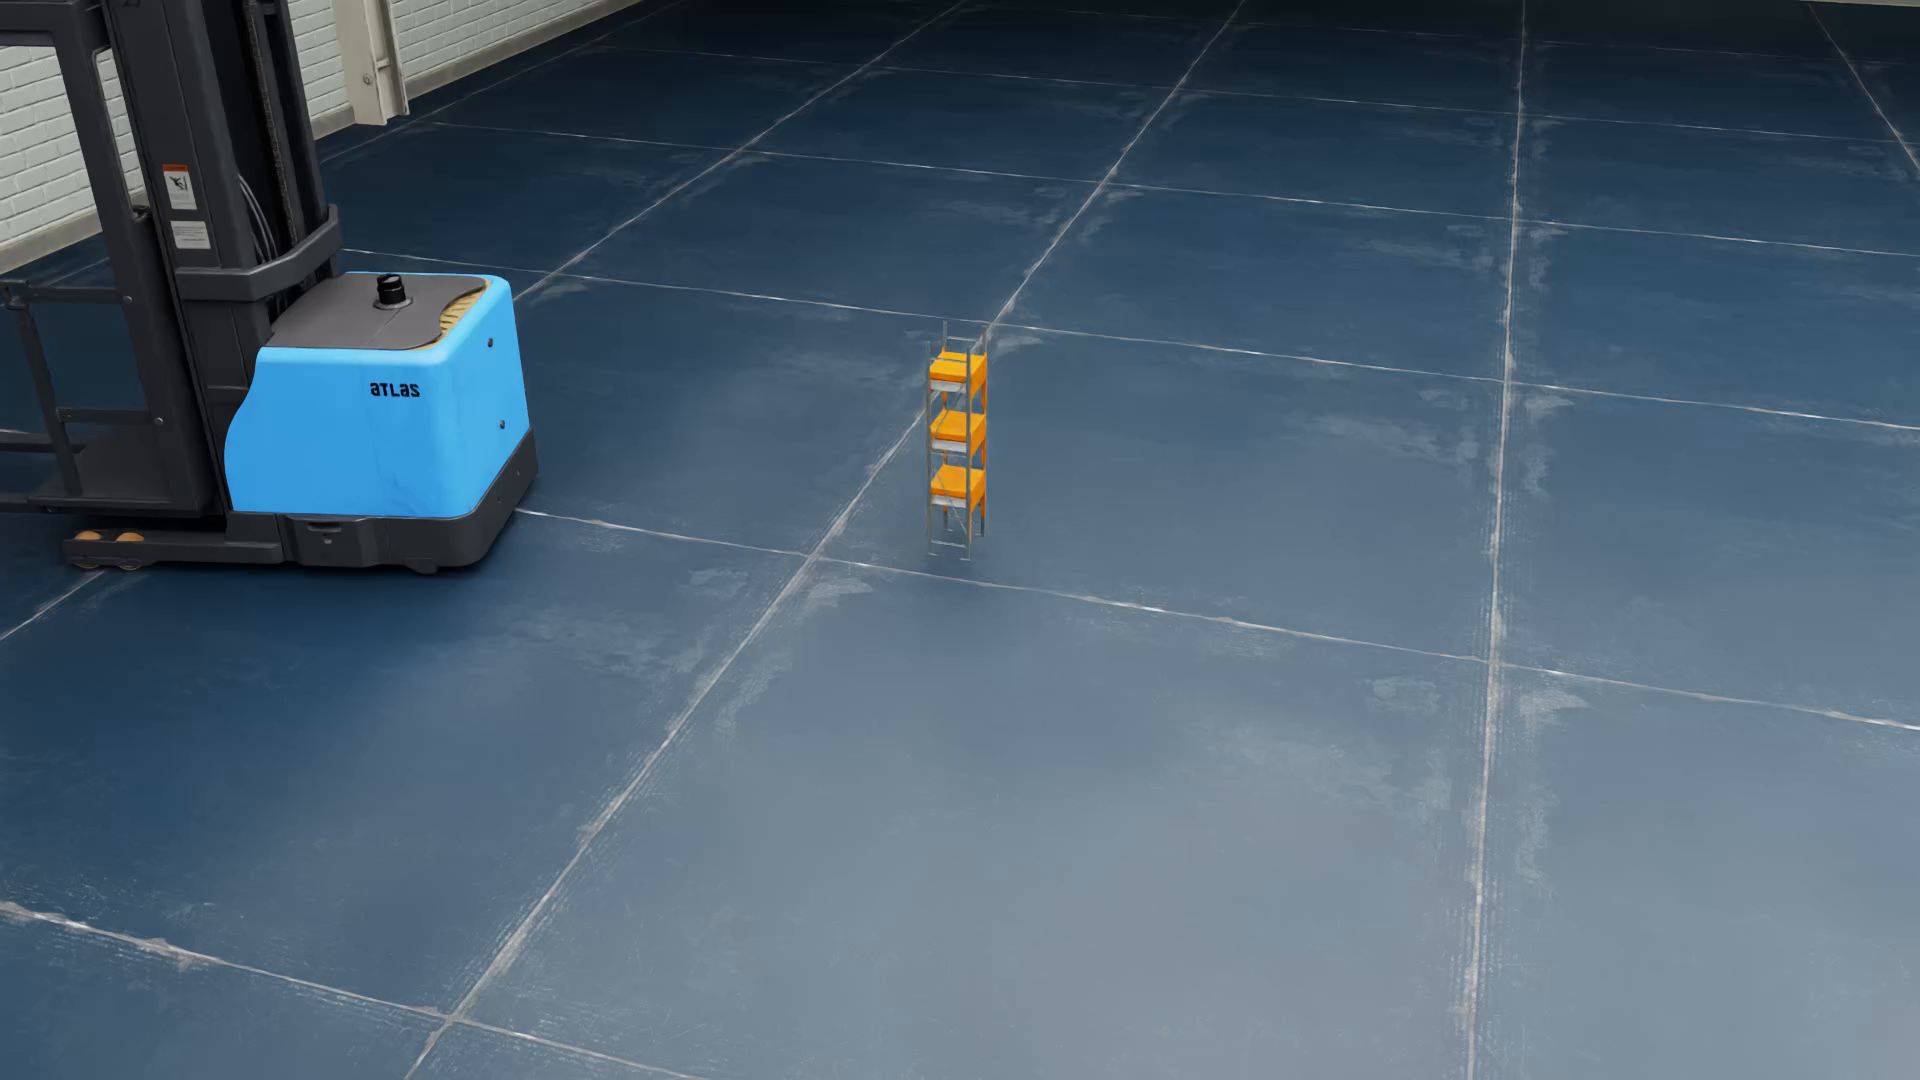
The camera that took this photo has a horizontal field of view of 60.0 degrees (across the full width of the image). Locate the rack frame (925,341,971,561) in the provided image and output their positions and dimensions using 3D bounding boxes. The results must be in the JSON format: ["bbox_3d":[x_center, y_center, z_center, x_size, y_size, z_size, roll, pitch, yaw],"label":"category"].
[{"bbox_3d":[-0.052,-0.377,7.348,0.200,1.050,0.008,8,30,15],"label":"rack frame"}]

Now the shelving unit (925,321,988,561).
[{"bbox_3d":[-0.016,-0.434,7.450,0.215,1.050,0.252,8,30,15],"label":"shelving unit"}]

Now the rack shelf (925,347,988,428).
[{"bbox_3d":[-0.016,-0.673,7.317,0.215,0.259,0.240,8,30,15],"label":"rack shelf"}]

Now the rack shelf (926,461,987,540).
[{"bbox_3d":[-0.016,-0.182,7.590,0.215,0.259,0.240,8,30,15],"label":"rack shelf"}]

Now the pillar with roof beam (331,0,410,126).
[{"bbox_3d":[-0.842,-6.932,10.955,9.100,9.000,0.400,8,30,15],"label":"pillar with roof beam"}]

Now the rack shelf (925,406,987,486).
[{"bbox_3d":[-0.016,-0.425,7.455,0.215,0.259,0.240,8,30,15],"label":"rack shelf"}]

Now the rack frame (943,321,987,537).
[{"bbox_3d":[0.020,-0.491,7.552,0.200,1.050,0.008,8,30,15],"label":"rack frame"}]

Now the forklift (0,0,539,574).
[{"bbox_3d":[-3.622,-1.399,7.251,3.031,2.935,1.130,2,29,3],"label":"forklift"}]
